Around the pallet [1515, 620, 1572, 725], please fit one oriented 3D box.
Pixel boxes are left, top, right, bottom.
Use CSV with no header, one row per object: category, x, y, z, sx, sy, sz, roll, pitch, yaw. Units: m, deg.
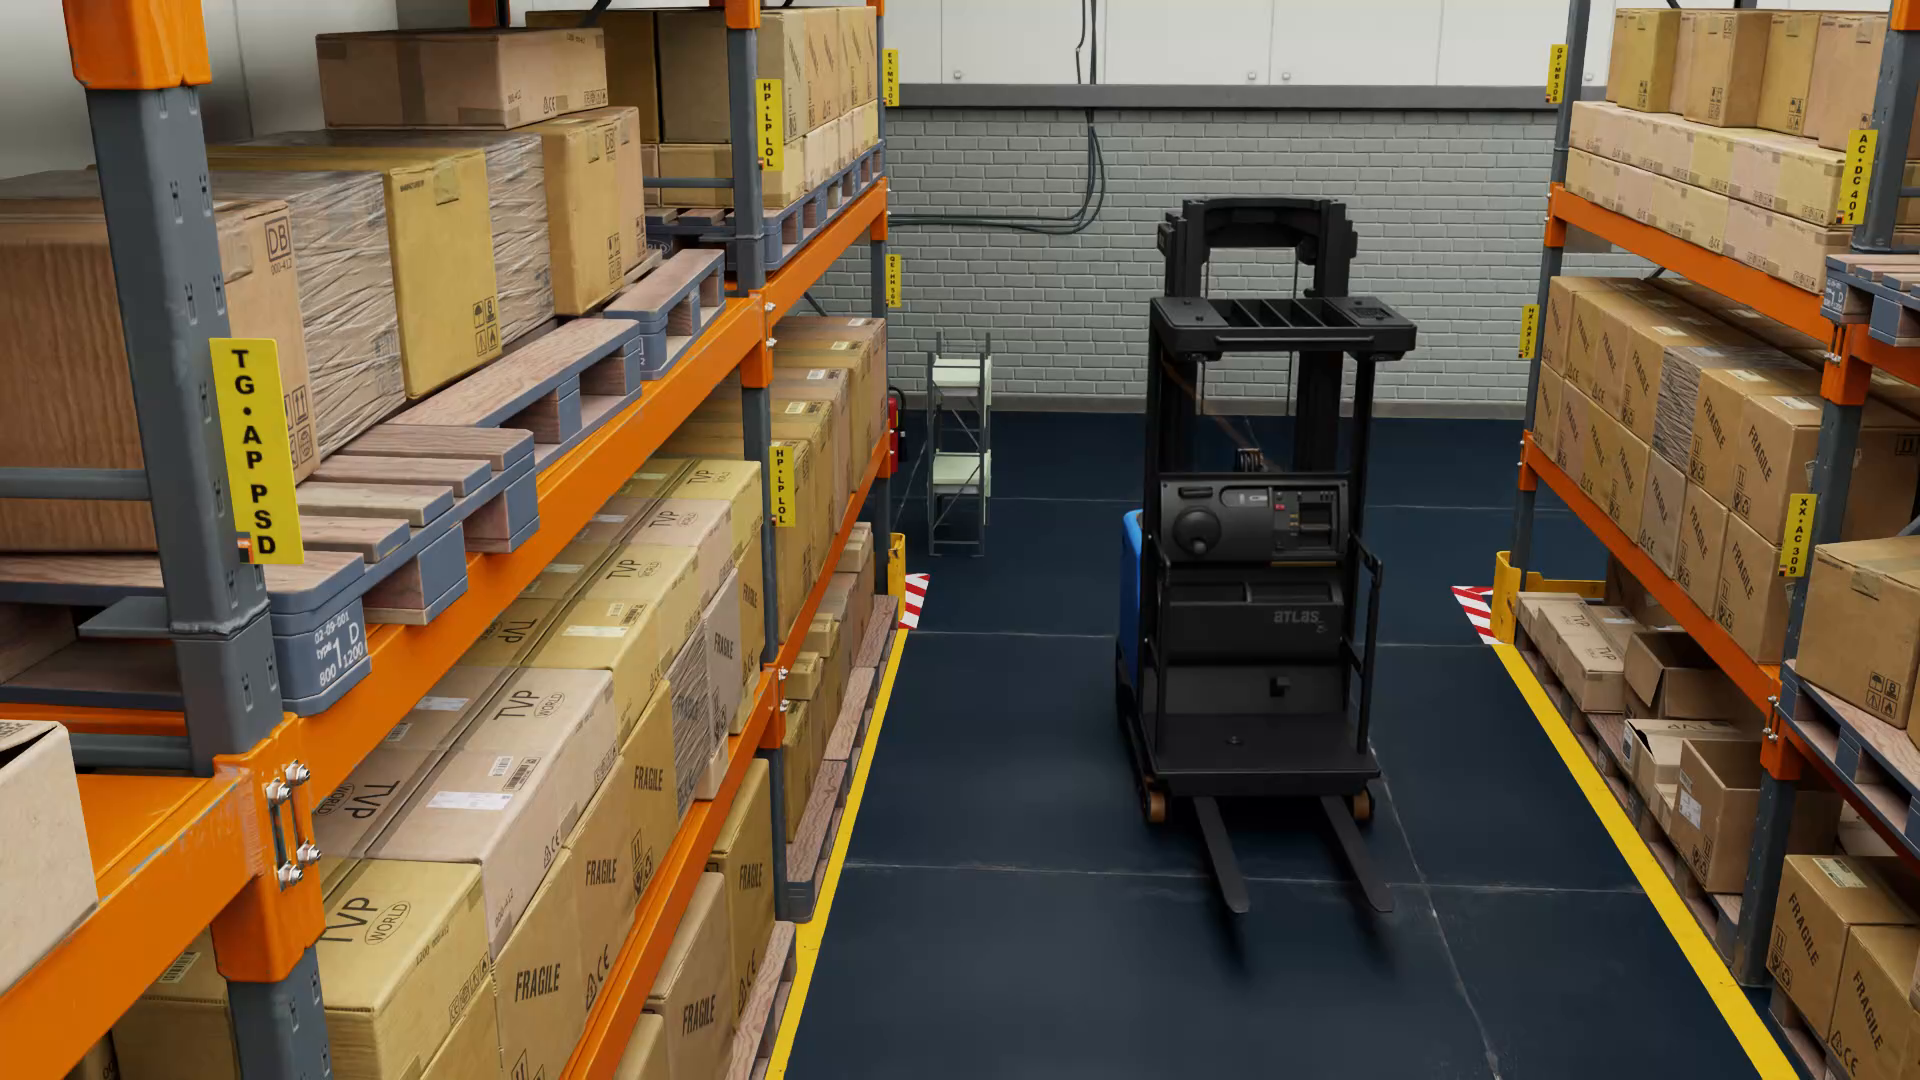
pallet,3.926,0.759,9.769,1.003,0.211,1.213,1,18,4

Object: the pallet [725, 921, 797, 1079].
pallet,-1.220,1.862,6.403,1.003,0.211,1.213,1,18,4

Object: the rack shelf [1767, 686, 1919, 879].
rack shelf,3.557,1.368,4.587,1.077,0.370,4.000,1,18,4

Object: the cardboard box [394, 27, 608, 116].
cardboard box,-1.434,-1.473,5.212,0.500,0.250,0.500,3,18,8

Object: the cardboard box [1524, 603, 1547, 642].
cardboard box,3.597,0.500,9.924,0.380,0.166,0.250,1,18,4

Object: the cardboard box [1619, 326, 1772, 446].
cardboard box,3.587,-0.753,8.137,0.500,0.500,0.500,1,18,3

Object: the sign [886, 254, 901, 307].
sign,-0.413,-1.593,10.229,0.100,0.325,0.005,1,18,4

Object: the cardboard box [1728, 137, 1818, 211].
cardboard box,3.504,-1.499,6.802,0.500,0.250,0.500,1,18,4

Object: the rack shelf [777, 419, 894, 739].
rack shelf,-1.097,0.016,8.713,1.077,0.370,4.000,1,18,4

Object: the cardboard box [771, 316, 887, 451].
cardboard box,-0.980,-0.931,9.965,0.980,0.700,0.700,2,18,6

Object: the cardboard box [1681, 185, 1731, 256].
cardboard box,3.544,-1.417,7.354,0.500,0.250,0.500,1,18,4

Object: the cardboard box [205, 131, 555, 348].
cardboard box,-1.488,-0.787,4.325,0.700,0.500,0.500,1,18,4

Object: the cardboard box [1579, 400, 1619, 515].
cardboard box,3.622,-0.437,8.779,0.500,0.500,0.500,1,18,4

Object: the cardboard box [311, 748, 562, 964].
cardboard box,-1.200,0.681,3.654,0.500,0.250,0.500,1,18,3

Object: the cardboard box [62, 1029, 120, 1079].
cardboard box,-1.753,0.836,3.179,0.500,0.250,0.500,2,18,5

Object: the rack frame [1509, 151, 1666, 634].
rack frame,3.988,-0.838,10.162,1.000,3.000,0.127,1,18,4

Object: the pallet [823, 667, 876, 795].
pallet,-1.023,1.006,9.014,1.003,0.211,1.213,1,18,4

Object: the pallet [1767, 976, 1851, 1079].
pallet,3.680,1.983,6.032,1.003,0.211,1.213,1,18,4

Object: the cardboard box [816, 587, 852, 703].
cardboard box,-0.975,0.572,9.199,0.700,0.500,0.500,1,18,2

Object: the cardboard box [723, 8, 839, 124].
cardboard box,-0.849,-2.191,7.676,0.500,0.500,0.500,1,18,4

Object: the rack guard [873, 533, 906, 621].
rack guard,-0.952,0.233,10.908,1.175,0.500,0.348,1,18,4

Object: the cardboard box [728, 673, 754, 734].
cardboard box,-0.977,0.595,6.160,0.380,0.149,0.250,2,18,5

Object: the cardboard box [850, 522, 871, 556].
cardboard box,-0.731,-0.003,9.915,0.380,0.149,0.250,1,18,3

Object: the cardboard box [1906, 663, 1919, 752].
cardboard box,3.458,0.515,5.200,0.700,0.500,0.500,4,19,13

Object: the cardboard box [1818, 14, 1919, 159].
cardboard box,3.698,-1.695,6.196,0.700,0.500,0.500,1,18,4

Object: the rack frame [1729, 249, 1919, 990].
rack frame,3.701,0.405,6.371,1.000,3.000,0.127,1,18,4

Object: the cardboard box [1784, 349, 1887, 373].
cardboard box,4.089,-0.578,7.603,0.500,0.500,0.500,1,18,2

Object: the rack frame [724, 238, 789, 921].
rack frame,-1.240,0.295,6.705,1.000,3.000,0.127,1,18,4

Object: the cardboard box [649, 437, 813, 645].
cardboard box,-1.185,-0.015,7.171,0.980,0.700,0.700,2,18,5

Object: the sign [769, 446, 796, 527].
sign,-0.698,-0.208,6.509,0.100,0.325,0.005,1,18,4

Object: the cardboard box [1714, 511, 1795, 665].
cardboard box,3.481,0.196,6.847,0.500,0.500,0.500,2,18,5

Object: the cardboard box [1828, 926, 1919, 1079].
cardboard box,3.396,1.694,5.743,0.500,0.500,0.500,2,18,5

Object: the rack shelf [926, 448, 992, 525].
rack shelf,0.000,-0.401,12.285,0.431,0.370,0.720,1,18,4

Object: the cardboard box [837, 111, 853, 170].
cardboard box,-0.810,-1.992,8.272,0.500,0.250,0.500,1,18,2

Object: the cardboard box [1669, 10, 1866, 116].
cardboard box,3.918,-2.315,8.087,0.700,0.500,0.500,1,18,4

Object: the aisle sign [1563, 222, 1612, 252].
aisle sign,3.700,-2.101,9.842,0.394,0.787,0.004,1,18,4

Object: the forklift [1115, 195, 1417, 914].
forklift,1.458,-0.096,8.010,1.130,2.935,3.031,0,18,-1

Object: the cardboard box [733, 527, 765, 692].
cardboard box,-1.022,0.246,6.185,0.500,0.500,0.500,1,18,3

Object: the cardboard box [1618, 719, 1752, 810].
cardboard box,3.513,1.057,7.991,0.500,0.311,0.500,1,18,4

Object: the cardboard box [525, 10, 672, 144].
cardboard box,-1.423,-1.885,6.741,0.500,0.500,0.500,1,18,3

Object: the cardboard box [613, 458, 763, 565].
cardboard box,-1.019,-0.109,6.063,0.500,0.250,0.500,2,18,5

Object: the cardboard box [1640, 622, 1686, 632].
cardboard box,4.076,0.598,9.625,0.380,0.166,0.250,1,18,4

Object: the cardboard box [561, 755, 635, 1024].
cardboard box,-1.154,0.877,4.257,0.500,0.500,0.500,1,18,4

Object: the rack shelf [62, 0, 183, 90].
rack shelf,-1.670,-0.160,0.258,1.077,0.370,4.000,1,18,4

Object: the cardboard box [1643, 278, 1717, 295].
cardboard box,4.230,-1.216,9.550,0.500,0.500,0.500,1,18,3

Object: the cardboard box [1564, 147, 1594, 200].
cardboard box,3.697,-2.038,9.249,0.500,0.250,0.500,1,18,4

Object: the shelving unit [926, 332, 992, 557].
shelving unit,0.000,-0.711,12.183,0.431,1.500,0.755,1,18,4

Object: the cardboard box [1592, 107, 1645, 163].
cardboard box,3.648,-2.121,8.698,0.500,0.250,0.500,1,18,4
